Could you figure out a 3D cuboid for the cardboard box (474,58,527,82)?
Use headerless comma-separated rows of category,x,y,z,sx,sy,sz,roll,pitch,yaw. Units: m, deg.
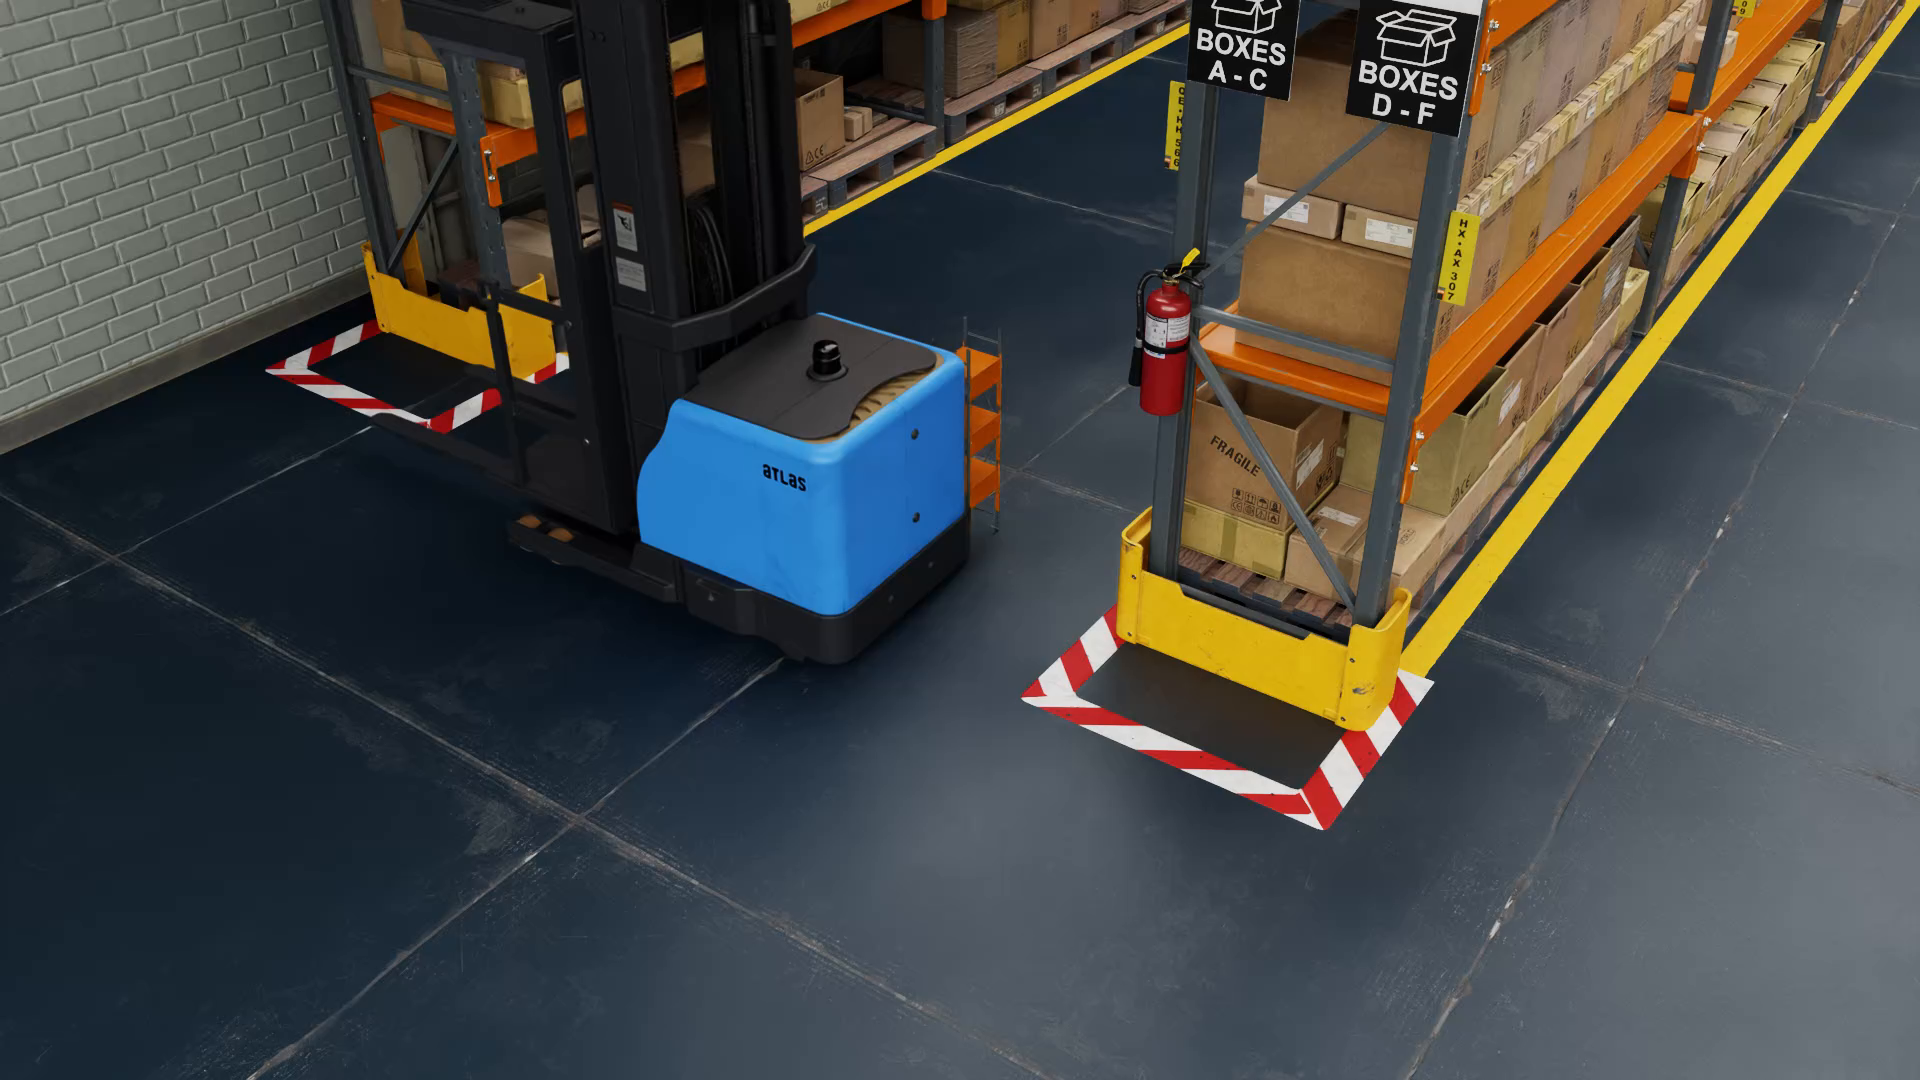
cardboard box,-2.316,-2.703,8.516,0.500,0.500,0.500,21,39,28

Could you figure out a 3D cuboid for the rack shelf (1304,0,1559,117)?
rack shelf,2.377,-2.607,6.892,1.077,0.370,4.000,21,39,28

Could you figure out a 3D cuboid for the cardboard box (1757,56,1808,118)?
cardboard box,5.411,-3.130,11.280,0.500,0.311,0.500,21,39,28

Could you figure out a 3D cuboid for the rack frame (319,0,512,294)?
rack frame,-2.835,-2.323,8.507,1.000,3.000,0.127,21,39,28

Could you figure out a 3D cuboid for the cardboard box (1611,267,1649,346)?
cardboard box,3.433,-1.335,9.126,0.500,0.250,0.500,21,39,28

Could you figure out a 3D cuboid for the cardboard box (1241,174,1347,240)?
cardboard box,1.298,-1.289,6.310,0.380,0.149,0.250,21,39,27

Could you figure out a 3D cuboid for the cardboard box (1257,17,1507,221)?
cardboard box,1.544,-1.556,6.126,0.700,0.500,0.500,21,40,28

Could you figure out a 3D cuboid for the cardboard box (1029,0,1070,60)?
cardboard box,0.429,-4.130,13.018,0.700,0.500,0.500,22,40,29

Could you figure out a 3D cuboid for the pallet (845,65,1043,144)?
pallet,-0.112,-3.367,12.541,1.003,0.211,1.213,21,39,28

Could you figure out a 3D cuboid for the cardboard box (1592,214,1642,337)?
cardboard box,3.138,-1.419,8.581,0.500,0.500,0.500,21,39,28

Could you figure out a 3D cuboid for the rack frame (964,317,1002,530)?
rack frame,0.100,-0.516,7.575,0.200,1.050,0.008,21,39,28

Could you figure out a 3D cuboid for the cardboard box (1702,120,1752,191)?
cardboard box,4.542,-2.428,10.242,0.500,0.311,0.500,20,39,27

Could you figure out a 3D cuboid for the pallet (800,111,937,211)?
pallet,-0.908,-2.688,11.537,1.003,0.211,1.213,21,39,28

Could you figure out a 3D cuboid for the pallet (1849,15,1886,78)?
pallet,6.951,-4.159,13.712,1.003,0.211,1.213,21,39,28

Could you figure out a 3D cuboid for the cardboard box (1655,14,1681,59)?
cardboard box,3.249,-2.465,8.049,0.380,0.149,0.250,20,39,27

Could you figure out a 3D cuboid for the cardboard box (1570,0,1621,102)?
cardboard box,2.411,-2.263,7.171,0.700,0.500,0.500,21,39,28

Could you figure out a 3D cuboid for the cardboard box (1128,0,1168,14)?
cardboard box,1.359,-4.803,14.014,0.700,0.500,0.500,22,40,29

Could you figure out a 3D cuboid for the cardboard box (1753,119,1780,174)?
cardboard box,5.118,-2.670,11.100,0.500,0.250,0.500,22,40,29

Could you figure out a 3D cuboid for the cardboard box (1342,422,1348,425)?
cardboard box,1.859,-0.583,8.014,0.500,0.250,0.500,21,39,28

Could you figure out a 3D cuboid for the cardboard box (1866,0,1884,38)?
cardboard box,7.170,-4.403,13.421,0.500,0.500,0.500,20,39,27

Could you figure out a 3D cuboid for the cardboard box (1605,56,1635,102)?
cardboard box,2.813,-2.116,7.533,0.380,0.149,0.250,22,40,29

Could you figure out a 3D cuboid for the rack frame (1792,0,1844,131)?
rack frame,5.798,-4.424,11.614,1.000,3.000,0.127,21,39,28

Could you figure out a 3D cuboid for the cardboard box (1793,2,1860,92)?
cardboard box,6.292,-3.689,12.366,0.500,0.500,0.500,23,40,30

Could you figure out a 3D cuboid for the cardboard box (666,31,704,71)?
cardboard box,-1.716,-2.868,9.430,0.500,0.250,0.500,21,39,27

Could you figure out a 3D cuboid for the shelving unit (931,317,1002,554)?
shelving unit,0.031,-0.460,7.492,0.215,1.050,0.252,21,39,28

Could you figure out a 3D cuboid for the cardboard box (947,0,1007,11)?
cardboard box,0.100,-4.169,12.406,0.500,0.250,0.500,20,39,27

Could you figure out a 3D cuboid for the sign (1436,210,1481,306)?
sign,1.689,-0.954,5.639,0.100,0.325,0.005,21,39,28

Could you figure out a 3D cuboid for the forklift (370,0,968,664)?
forklift,-1.478,-1.328,7.097,3.031,2.935,1.130,20,39,27

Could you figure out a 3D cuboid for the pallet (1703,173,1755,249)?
pallet,4.600,-2.343,11.027,1.003,0.211,1.213,21,39,28

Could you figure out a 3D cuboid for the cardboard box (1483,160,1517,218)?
cardboard box,1.929,-1.401,6.476,0.380,0.149,0.250,21,40,28

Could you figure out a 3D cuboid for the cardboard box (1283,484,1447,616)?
cardboard box,1.725,0.047,7.082,0.500,0.250,0.500,21,39,28

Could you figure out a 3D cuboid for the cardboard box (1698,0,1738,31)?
cardboard box,4.269,-3.215,9.737,0.500,0.500,0.500,24,41,31

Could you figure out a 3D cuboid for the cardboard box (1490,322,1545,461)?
cardboard box,2.283,-0.728,7.560,0.500,0.500,0.500,21,39,28

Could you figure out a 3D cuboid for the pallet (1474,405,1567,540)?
pallet,2.335,-0.512,8.318,1.003,0.211,1.213,21,39,28

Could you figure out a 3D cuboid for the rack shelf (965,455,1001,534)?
rack shelf,0.031,-0.221,7.654,0.215,0.259,0.240,21,39,28

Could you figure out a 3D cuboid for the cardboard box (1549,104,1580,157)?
cardboard box,2.370,-1.757,7.003,0.380,0.149,0.250,21,39,28

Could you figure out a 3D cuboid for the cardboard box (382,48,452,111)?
cardboard box,-2.728,-2.546,8.953,0.500,0.250,0.500,22,40,29

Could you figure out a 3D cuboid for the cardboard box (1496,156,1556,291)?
cardboard box,2.097,-1.464,7.148,0.700,0.500,0.500,22,40,28

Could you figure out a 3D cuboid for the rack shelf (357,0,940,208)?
rack shelf,-1.695,-2.945,10.070,1.077,0.370,4.000,21,39,28

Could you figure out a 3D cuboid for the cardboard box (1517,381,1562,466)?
cardboard box,2.582,-0.643,8.102,0.500,0.250,0.500,21,39,28

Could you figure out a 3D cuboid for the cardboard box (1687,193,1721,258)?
cardboard box,4.244,-1.959,10.049,0.500,0.250,0.500,22,40,29

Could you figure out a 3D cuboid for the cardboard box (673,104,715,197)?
cardboard box,-1.582,-2.343,10.376,0.700,0.500,0.500,19,38,25

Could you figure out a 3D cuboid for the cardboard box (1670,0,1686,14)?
cardboard box,3.270,-2.956,8.196,0.700,0.500,0.500,21,40,28

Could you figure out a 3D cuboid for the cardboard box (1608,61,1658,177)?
cardboard box,2.974,-2.173,8.197,0.700,0.500,0.500,21,39,28

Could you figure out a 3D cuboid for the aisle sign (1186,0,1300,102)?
aisle sign,0.958,-1.883,5.536,0.394,0.787,0.004,21,39,28
